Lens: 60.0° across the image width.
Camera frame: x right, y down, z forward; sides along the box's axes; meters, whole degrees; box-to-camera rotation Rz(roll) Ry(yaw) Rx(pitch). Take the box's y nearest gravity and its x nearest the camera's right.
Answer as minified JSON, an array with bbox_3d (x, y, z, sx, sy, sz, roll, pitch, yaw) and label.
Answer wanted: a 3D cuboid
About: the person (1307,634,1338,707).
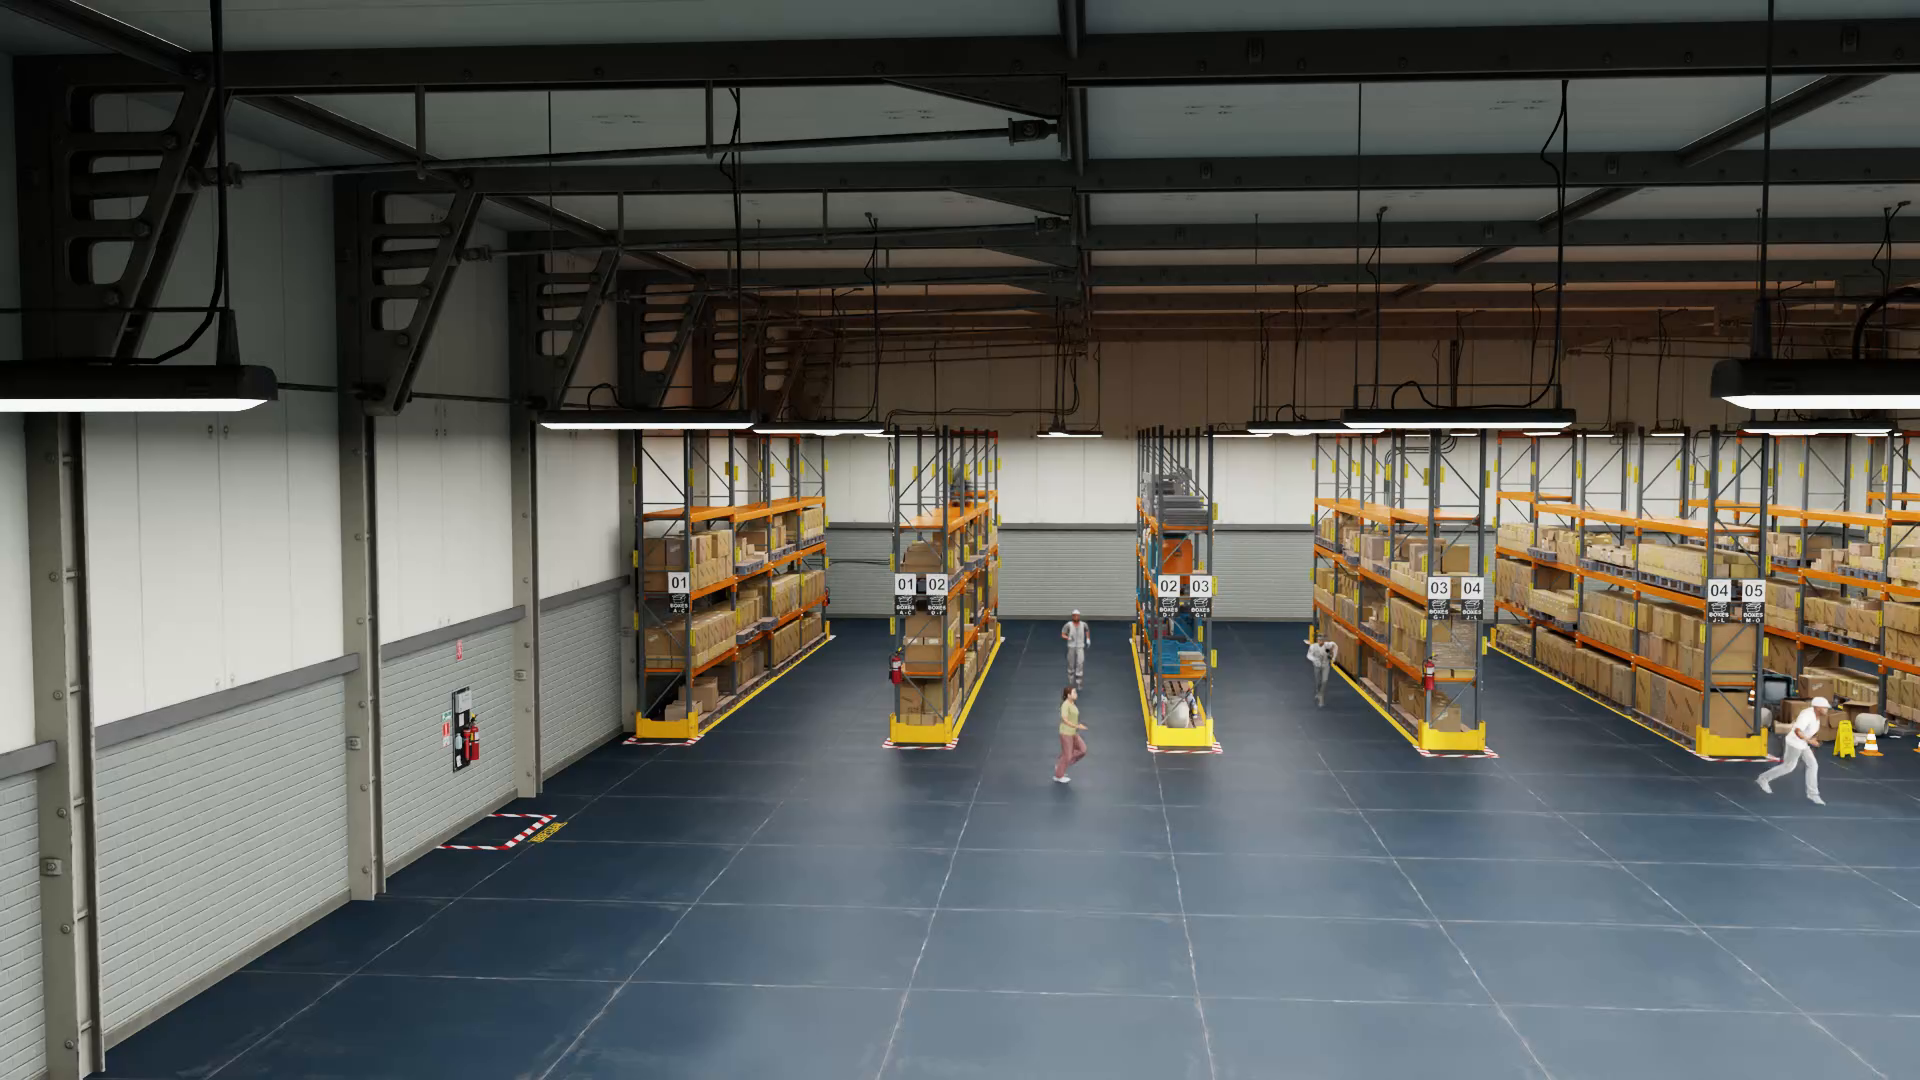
[{"bbox_3d":[7.825,2.795,36.036,0.616,1.624,0.953,1,3,11],"label":"person"}]

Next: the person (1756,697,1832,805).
[{"bbox_3d":[13.249,3.311,26.426,1.056,1.714,0.743,3,4,36],"label":"person"}]

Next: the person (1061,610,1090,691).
[{"bbox_3d":[2.674,2.522,38.410,0.680,1.839,0.842,0,3,-3],"label":"person"}]

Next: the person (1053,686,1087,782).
[{"bbox_3d":[1.848,3.236,27.784,0.621,1.624,0.560,1,4,23],"label":"person"}]
